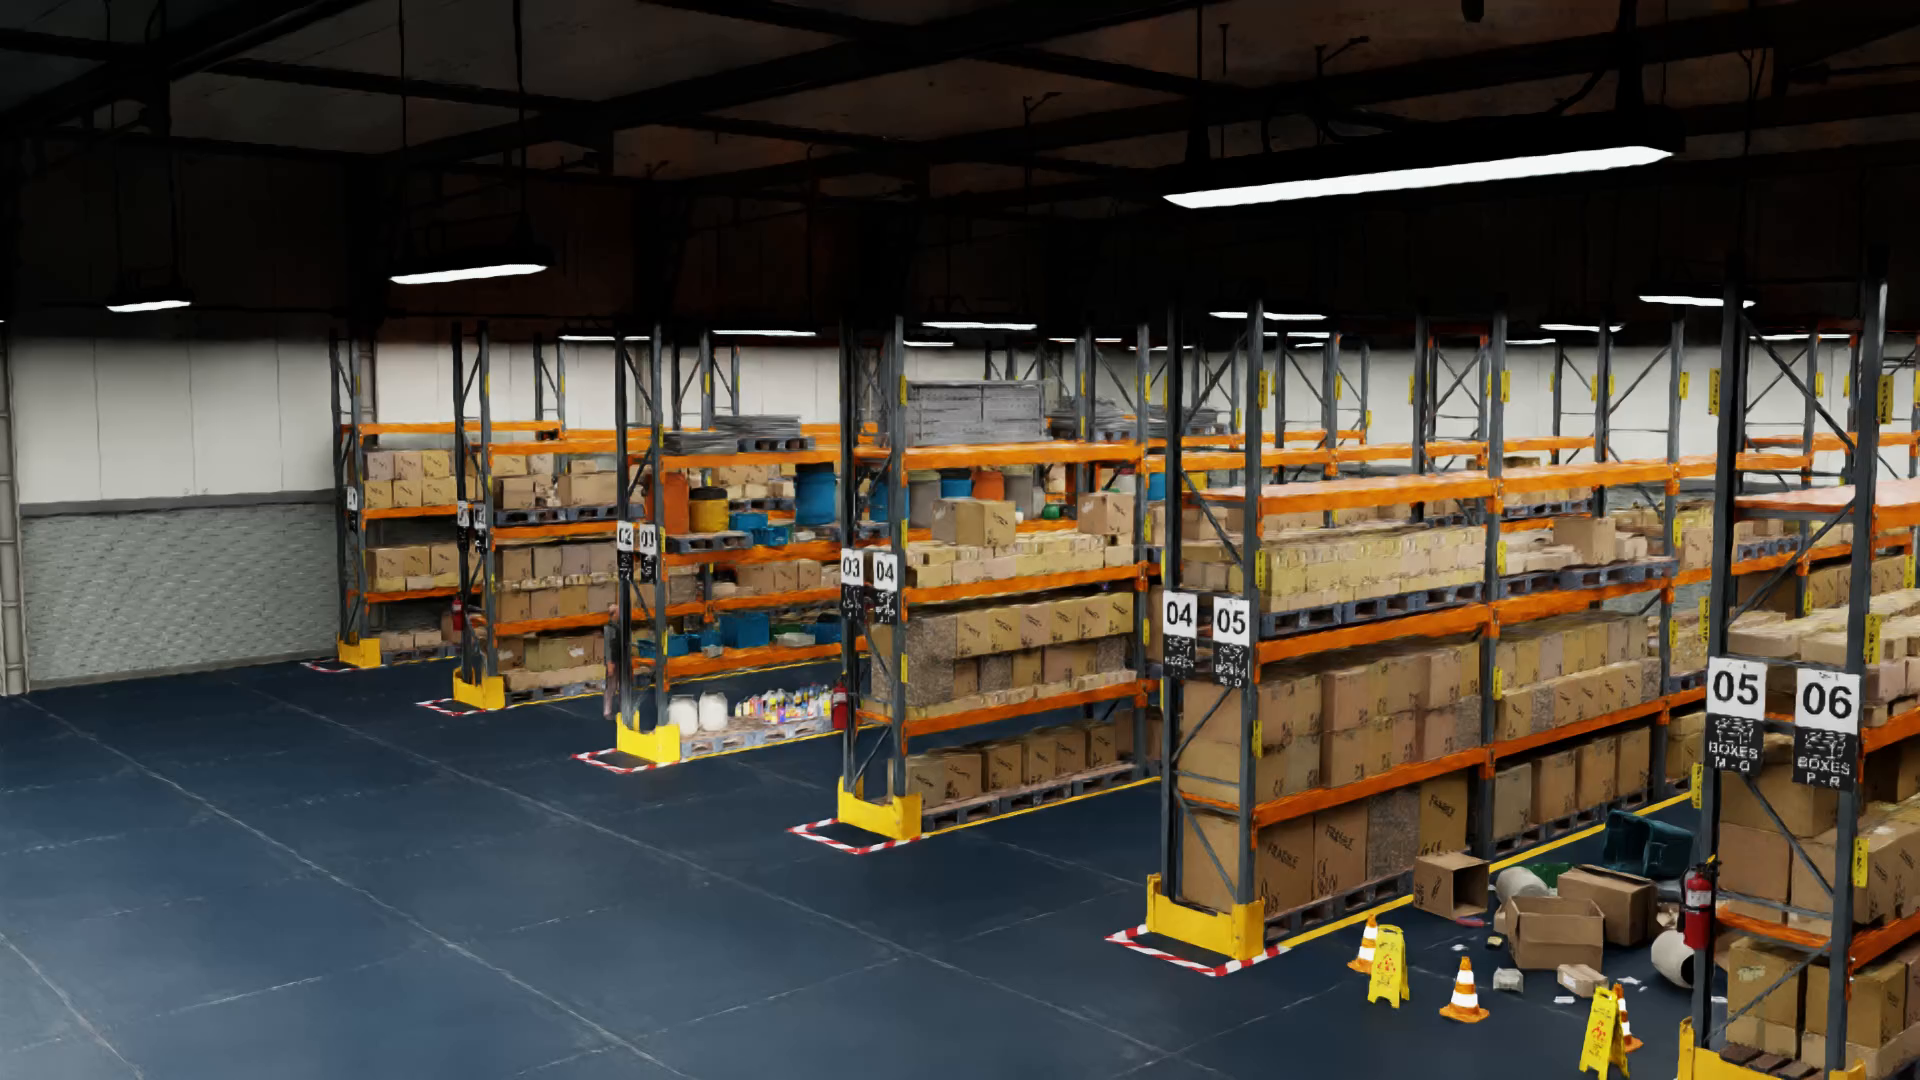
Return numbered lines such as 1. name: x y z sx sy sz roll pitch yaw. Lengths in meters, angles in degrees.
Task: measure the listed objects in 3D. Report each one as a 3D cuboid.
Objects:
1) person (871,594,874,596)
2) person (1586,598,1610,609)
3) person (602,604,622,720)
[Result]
1. person: -1.653 0.896 35.267 0.510 1.596 0.625 -6 8 -44
2. person: 12.232 1.099 32.471 0.843 1.715 0.721 -4 7 -37
3. person: -5.130 1.822 25.027 0.441 1.727 0.584 2 6 18
